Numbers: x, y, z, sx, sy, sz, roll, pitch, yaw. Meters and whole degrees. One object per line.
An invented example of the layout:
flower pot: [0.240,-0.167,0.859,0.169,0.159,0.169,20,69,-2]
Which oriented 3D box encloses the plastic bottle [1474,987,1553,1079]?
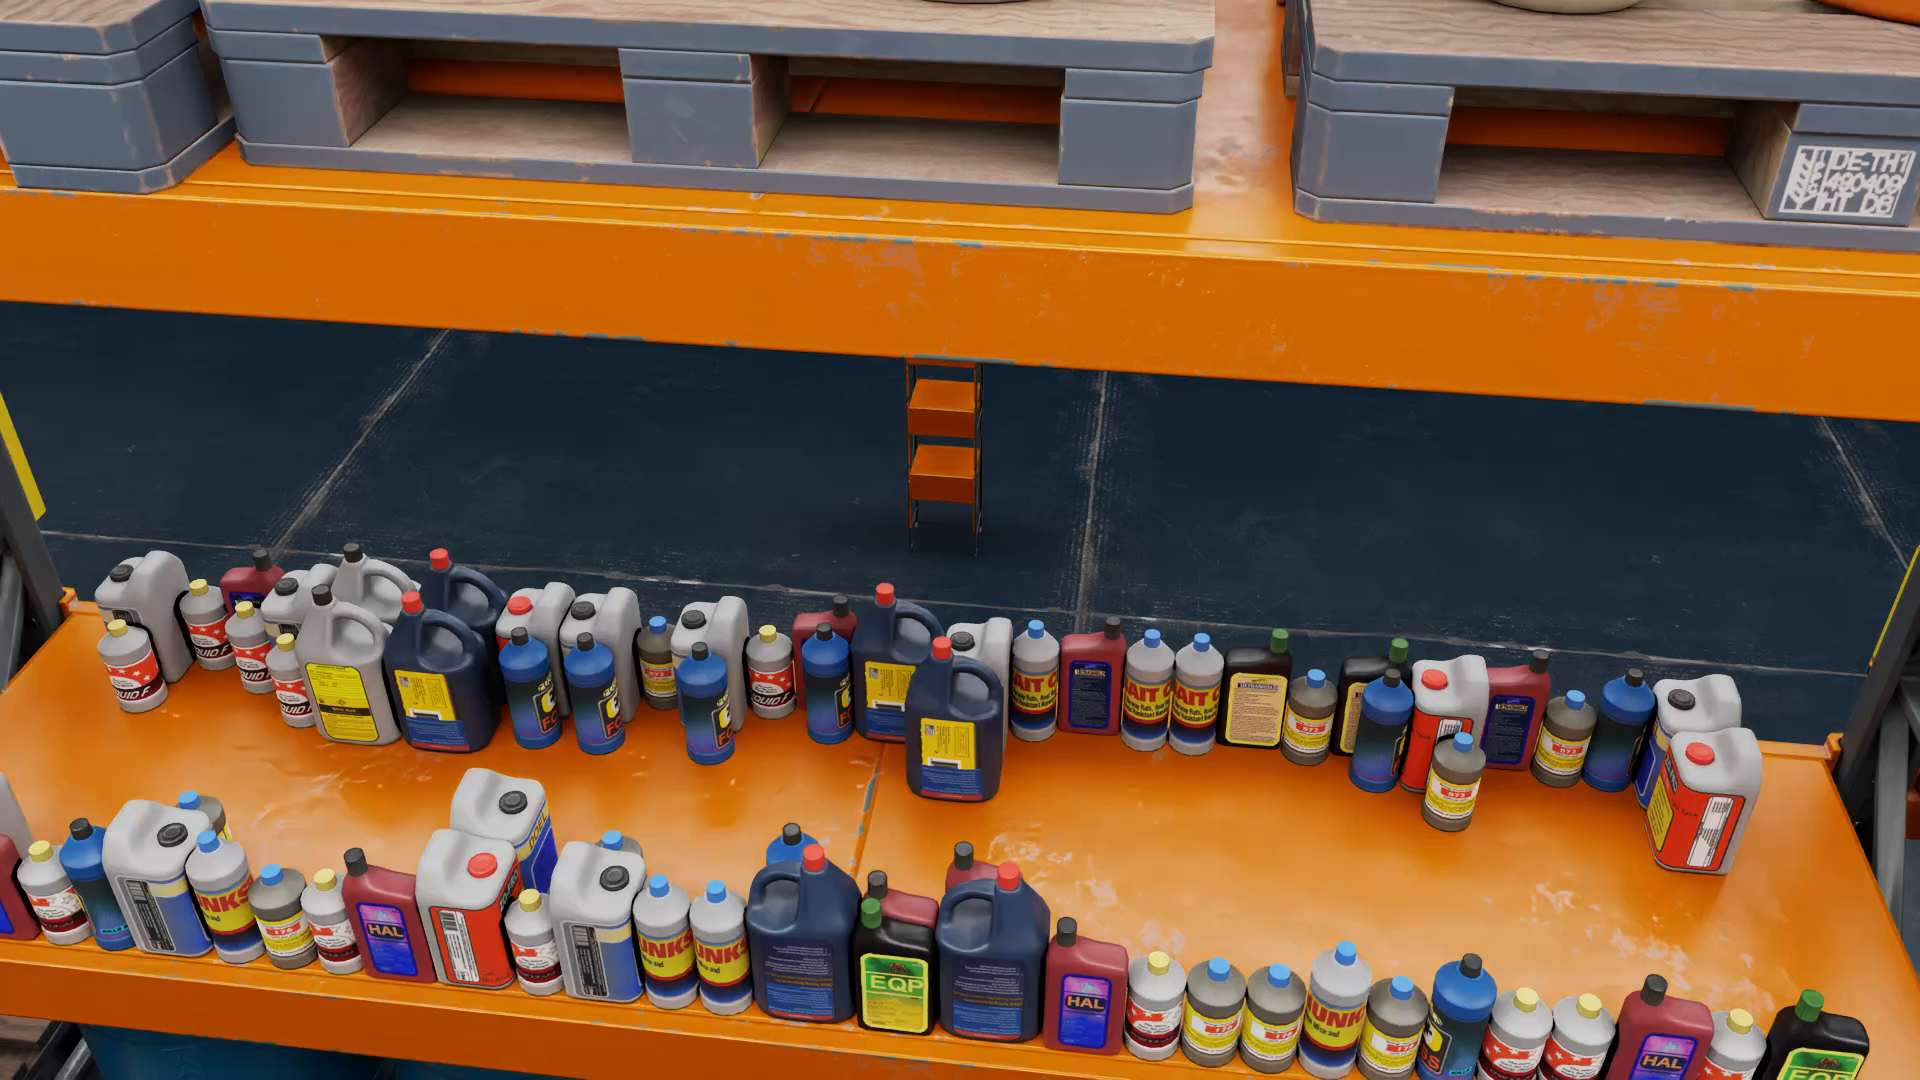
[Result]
plastic bottle: [0.904,0.808,2.707,0.097,0.201,0.097,0,36,0]

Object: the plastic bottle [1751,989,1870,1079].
plastic bottle: [1.341,0.818,2.622,0.133,0.283,0.061,4,36,6]

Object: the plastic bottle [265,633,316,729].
plastic bottle: [-1.374,0.283,3.443,0.097,0.201,0.097,0,36,0]

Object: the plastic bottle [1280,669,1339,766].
plastic bottle: [0.706,0.349,3.350,0.097,0.201,0.097,0,36,0]

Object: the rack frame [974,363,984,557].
rack frame: [0.068,-0.422,5.938,0.008,1.050,0.200,4,36,6]

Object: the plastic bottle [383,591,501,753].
plastic bottle: [-1.052,0.255,3.353,0.185,0.351,0.144,4,36,6]

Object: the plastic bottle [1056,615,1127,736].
plastic bottle: [0.268,0.272,3.387,0.133,0.283,0.061,4,36,6]

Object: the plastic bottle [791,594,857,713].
plastic bottle: [-0.277,0.231,3.444,0.133,0.283,0.061,4,36,6]

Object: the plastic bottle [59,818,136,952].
plastic bottle: [-1.516,0.599,2.939,0.097,0.271,0.097,0,36,0]

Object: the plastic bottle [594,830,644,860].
plastic bottle: [-0.614,0.606,2.990,0.097,0.201,0.097,0,36,0]

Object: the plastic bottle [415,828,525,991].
plastic bottle: [-0.842,0.631,2.890,0.135,0.276,0.152,4,36,6]

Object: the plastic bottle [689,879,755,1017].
plastic bottle: [-0.404,0.682,2.823,0.097,0.271,0.097,0,36,0]

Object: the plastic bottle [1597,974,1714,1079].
plastic bottle: [1.112,0.801,2.646,0.133,0.283,0.061,4,36,6]

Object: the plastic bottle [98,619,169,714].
plastic bottle: [-1.736,0.256,3.481,0.097,0.201,0.097,0,36,0]

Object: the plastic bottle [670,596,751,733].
plastic bottle: [-0.513,0.243,3.434,0.135,0.276,0.152,4,36,6]

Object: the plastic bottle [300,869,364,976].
plastic bottle: [-1.093,0.659,2.915,0.097,0.201,0.097,0,36,0]

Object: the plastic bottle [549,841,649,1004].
plastic bottle: [-0.612,0.649,2.866,0.135,0.276,0.152,4,36,6]

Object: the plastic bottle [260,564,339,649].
plastic bottle: [-1.376,0.179,3.524,0.135,0.276,0.152,4,36,6]

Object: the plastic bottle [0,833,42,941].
plastic bottle: [-1.729,0.589,2.943,0.133,0.283,0.061,4,36,6]

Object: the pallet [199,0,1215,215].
pallet: [-0.256,-0.802,2.371,1.213,0.211,1.003,4,36,6]

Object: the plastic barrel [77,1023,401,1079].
plastic barrel: [-1.633,0.992,3.723,0.708,0.901,0.600,4,36,6]

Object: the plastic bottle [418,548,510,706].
plastic bottle: [-1.034,0.172,3.470,0.185,0.351,0.144,4,36,6]

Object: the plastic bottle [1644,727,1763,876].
plastic bottle: [1.389,0.474,3.110,0.135,0.276,0.152,4,36,6]

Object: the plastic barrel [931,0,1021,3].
plastic barrel: [0.019,-0.937,1.920,0.433,0.535,0.433,0,36,0]

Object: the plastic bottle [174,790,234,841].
plastic bottle: [-1.400,0.547,3.072,0.097,0.201,0.097,0,36,0]

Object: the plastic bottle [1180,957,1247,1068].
plastic bottle: [0.421,0.772,2.757,0.097,0.201,0.097,0,36,0]

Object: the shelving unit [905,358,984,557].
shelving unit: [-0.053,-0.431,5.951,0.252,1.050,0.215,4,36,6]

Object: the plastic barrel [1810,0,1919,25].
plastic barrel: [1.234,-1.056,1.834,0.708,0.830,0.600,4,36,6]

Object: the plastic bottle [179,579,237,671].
plastic bottle: [-1.620,0.175,3.593,0.097,0.201,0.097,0,36,0]

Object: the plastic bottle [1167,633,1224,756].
plastic bottle: [0.477,0.303,3.354,0.097,0.271,0.097,0,36,0]

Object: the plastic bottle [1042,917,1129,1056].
plastic bottle: [0.207,0.733,2.741,0.133,0.283,0.061,4,36,6]

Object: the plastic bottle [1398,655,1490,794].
plastic bottle: [0.950,0.353,3.281,0.135,0.276,0.152,4,36,6]

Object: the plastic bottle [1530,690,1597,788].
plastic bottle: [1.201,0.386,3.299,0.097,0.201,0.097,0,36,0]

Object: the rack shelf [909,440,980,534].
rack shelf: [-0.053,-0.196,6.118,0.240,0.259,0.215,4,36,6]

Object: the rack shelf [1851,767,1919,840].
rack shelf: [3.780,0.995,2.892,4.000,0.370,1.077,4,36,6]

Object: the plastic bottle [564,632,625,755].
plastic bottle: [-0.740,0.301,3.356,0.097,0.271,0.097,0,36,0]

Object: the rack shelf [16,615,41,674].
rack shelf: [-4.155,0.403,3.722,4.000,0.370,1.077,4,36,6]

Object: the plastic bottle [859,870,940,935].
plastic bottle: [-0.100,0.675,2.823,0.133,0.283,0.061,4,36,6]

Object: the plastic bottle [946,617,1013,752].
plastic bottle: [0.033,0.284,3.376,0.135,0.276,0.152,4,36,6]

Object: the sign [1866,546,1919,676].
sign: [1.860,0.171,3.288,0.005,0.325,0.100,4,36,6]

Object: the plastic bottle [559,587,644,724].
plastic bottle: [-0.743,0.226,3.458,0.135,0.276,0.152,4,36,6]

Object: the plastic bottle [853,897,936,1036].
plastic bottle: [-0.108,0.710,2.774,0.133,0.283,0.061,4,36,6]

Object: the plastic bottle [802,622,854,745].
plastic bottle: [-0.270,0.283,3.382,0.097,0.271,0.097,0,36,0]

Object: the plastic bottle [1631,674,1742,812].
plastic bottle: [1.409,0.387,3.233,0.135,0.276,0.152,4,36,6]

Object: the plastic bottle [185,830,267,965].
plastic bottle: [-1.286,0.616,2.915,0.097,0.271,0.097,0,36,0]

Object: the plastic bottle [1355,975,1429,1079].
plastic bottle: [0.710,0.794,2.727,0.097,0.201,0.097,0,36,0]

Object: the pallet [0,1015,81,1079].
pallet: [-2.905,1.362,4.160,1.213,0.211,1.003,4,36,6]

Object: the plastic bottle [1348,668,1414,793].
plastic bottle: [0.830,0.365,3.267,0.097,0.271,0.097,0,36,0]
